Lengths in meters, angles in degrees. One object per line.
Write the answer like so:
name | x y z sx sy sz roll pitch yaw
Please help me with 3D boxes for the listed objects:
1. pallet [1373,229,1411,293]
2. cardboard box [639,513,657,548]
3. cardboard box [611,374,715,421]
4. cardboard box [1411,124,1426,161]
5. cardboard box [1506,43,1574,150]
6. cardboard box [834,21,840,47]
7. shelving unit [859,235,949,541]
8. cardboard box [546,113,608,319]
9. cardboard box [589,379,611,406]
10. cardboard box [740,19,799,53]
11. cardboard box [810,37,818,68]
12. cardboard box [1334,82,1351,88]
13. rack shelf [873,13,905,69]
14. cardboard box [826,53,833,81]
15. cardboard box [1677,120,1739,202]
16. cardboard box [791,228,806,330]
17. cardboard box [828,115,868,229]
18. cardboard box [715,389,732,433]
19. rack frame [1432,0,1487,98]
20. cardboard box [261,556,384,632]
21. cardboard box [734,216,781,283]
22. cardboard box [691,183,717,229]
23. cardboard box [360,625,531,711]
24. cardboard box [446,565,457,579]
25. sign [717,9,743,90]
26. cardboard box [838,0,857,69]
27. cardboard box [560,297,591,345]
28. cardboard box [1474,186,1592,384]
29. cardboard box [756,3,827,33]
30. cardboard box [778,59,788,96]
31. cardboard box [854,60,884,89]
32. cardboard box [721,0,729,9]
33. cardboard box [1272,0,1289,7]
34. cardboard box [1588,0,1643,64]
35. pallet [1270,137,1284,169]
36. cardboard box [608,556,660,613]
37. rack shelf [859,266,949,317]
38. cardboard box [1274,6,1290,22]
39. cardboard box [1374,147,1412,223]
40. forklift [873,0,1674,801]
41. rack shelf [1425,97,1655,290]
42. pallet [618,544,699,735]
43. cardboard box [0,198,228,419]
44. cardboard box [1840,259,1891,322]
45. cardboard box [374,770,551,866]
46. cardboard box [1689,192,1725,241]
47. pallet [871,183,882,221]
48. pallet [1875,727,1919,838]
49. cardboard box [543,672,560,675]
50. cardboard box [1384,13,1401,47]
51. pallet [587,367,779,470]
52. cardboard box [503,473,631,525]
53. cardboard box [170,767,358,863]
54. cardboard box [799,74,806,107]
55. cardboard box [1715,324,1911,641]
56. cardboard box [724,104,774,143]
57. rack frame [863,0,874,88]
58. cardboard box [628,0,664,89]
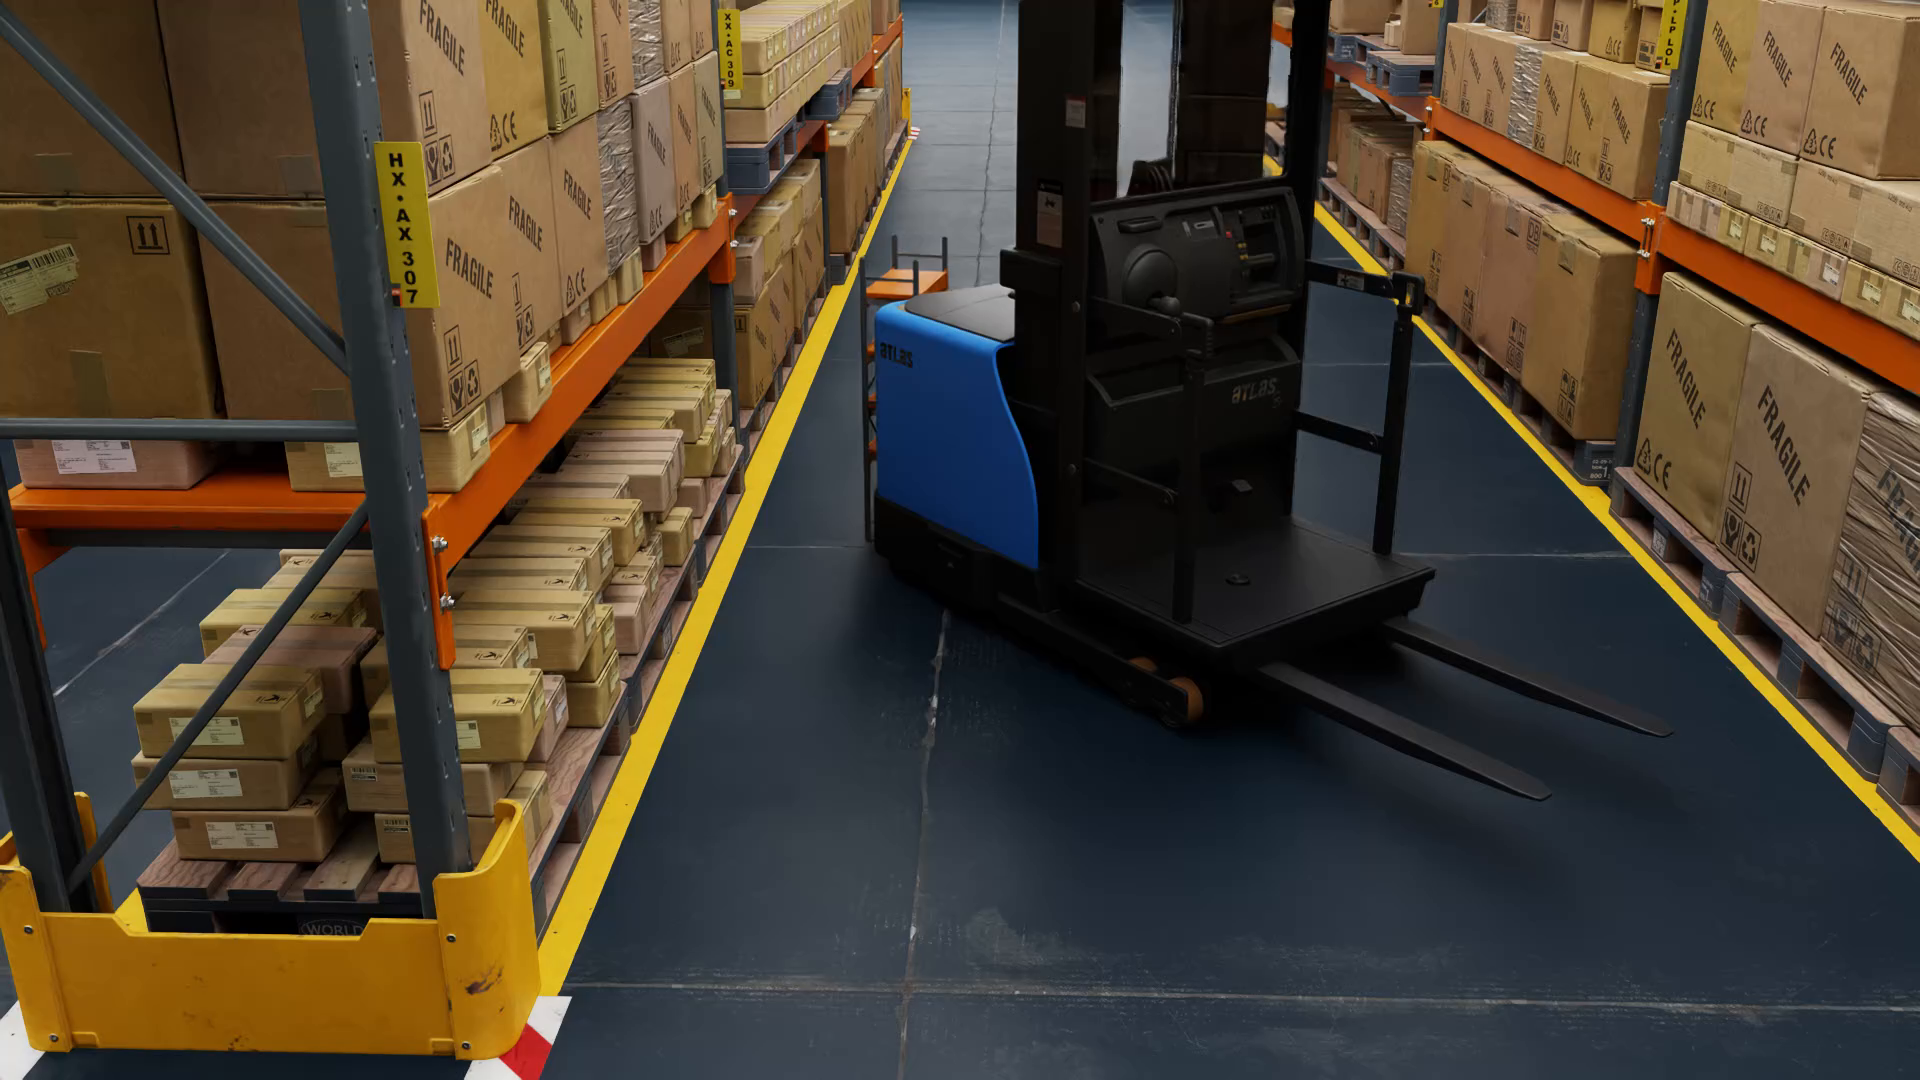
pallet | 3.587 -2.005 11.905 1.003 0.211 1.213 1 21 2
cardboard box | -1.315 -0.082 6.043 0.380 0.149 0.250 0 21 -1
cardboard box | -1.234 -0.587 6.934 0.380 0.149 0.250 1 21 2
cardboard box | 3.558 -2.847 12.030 0.500 0.250 0.500 3 21 8
cardboard box | 3.232 -2.344 8.786 0.500 0.500 0.500 1 21 2
cardboard box | -0.953 -3.148 10.350 0.380 0.149 0.250 1 21 3
shelving unit | -0.226 -0.637 7.012 0.258 1.200 0.503 5 22 12
cardboard box | -1.328 -0.937 4.747 0.500 0.500 0.500 1 21 2
cardboard box | -1.732 -0.689 7.197 0.380 0.149 0.250 1 21 4
cardboard box | -1.013 -2.537 8.366 0.380 0.149 0.250 0 21 1
cardboard box | -0.990 -2.681 9.148 0.380 0.149 0.250 1 21 3
cardboard box | 3.785 -4.504 17.364 0.500 0.500 0.500 6 22 16
rack shelf | -1.211 -4.948 16.629 1.077 0.370 4.000 1 21 2
cardboard box | -0.965 -2.826 9.933 0.380 0.149 0.250 1 21 3
cardboard box | 3.164 -1.478 6.488 0.500 0.250 0.500 0 21 1
cardboard box | -1.171 -1.524 9.686 0.500 0.500 0.500 0 21 -1
cardboard box | -1.262 -2.796 12.618 1.050 0.750 0.750 1 21 2
cardboard box | -1.207 -0.556 7.264 0.380 0.149 0.250 1 21 3
rack frame | 3.561 -3.023 10.673 1.000 3.000 0.127 1 21 2
cardboard box | -1.857 0.162 5.002 0.380 0.149 0.250 0 21 -1
cardboard box | -1.215 -1.505 8.598 0.500 0.250 0.500 1 21 3
cardboard box | -1.188 -1.350 6.710 0.380 0.149 0.250 0 21 0
cardboard box | -1.393 0.348 4.524 0.380 0.149 0.250 1 21 3
cardboard box | -1.862 0.111 5.544 0.380 0.149 0.250 2 21 4
sign | -0.972 -2.068 7.015 0.100 0.325 0.005 1 21 2
cardboard box | -1.064 -3.866 12.708 0.500 0.500 0.500 0 21 1
cardboard box | -1.332 -0.689 5.005 0.380 0.149 0.250 0 21 1
cardboard box | 3.466 -1.337 8.683 1.225 0.875 0.875 0 21 0
cardboard box | -0.972 -3.006 9.573 0.380 0.149 0.250 1 21 3
cardboard box | -1.030 -2.209 7.932 0.380 0.149 0.250 1 21 3
cardboard box | -1.182 -3.992 15.528 0.875 0.875 0.875 1 21 2
cardboard box | -1.606 -3.208 10.094 0.380 0.149 0.250 0 21 0
cardboard box | 3.761 -5.902 17.544 0.875 0.500 0.500 1 21 2
cardboard box | 3.483 -2.570 7.981 0.797 0.503 0.637 1 21 2
pallet | 3.702 -3.855 16.671 1.003 0.211 1.213 1 21 2
cardboard box | -1.267 0.167 5.814 0.380 0.149 0.250 1 21 2
rack shelf | -0.226 -1.003 6.870 0.258 0.148 0.480 5 22 12
cardboard box | 3.508 -5.517 17.449 0.380 0.149 0.250 1 21 2
cardboard box | 3.576 -2.711 12.716 0.700 0.500 0.500 2 21 6
forklift | 0.945 -0.953 5.432 1.130 2.935 3.031 -15 26 -34
rack shelf | 3.501 -1.964 8.939 1.077 0.370 4.000 1 21 2
pallet | -1.534 0.318 5.918 1.003 0.211 1.213 1 21 2
cardboard box | -1.880 -0.572 3.807 0.500 0.500 0.500 1 21 3
cardboard box | 3.052 -0.793 5.272 0.380 0.149 0.250 0 21 0
cardboard box | -1.301 0.726 4.372 0.380 0.149 0.250 1 21 3
cardboard box | 3.090 -1.261 6.480 0.380 0.149 0.250 0 21 0
pallet | -1.220 -2.980 14.418 1.003 0.211 1.213 1 21 2
pallet | 3.264 0.880 4.470 1.003 0.211 1.213 1 21 2
cardboard box | -1.380 0.399 4.804 0.380 0.149 0.250 1 21 2
cardboard box | 3.342 -3.762 12.183 0.396 0.266 0.258 0 21 0
pallet | -1.493 -0.649 8.410 1.003 0.211 1.213 1 21 2
cardboard box | -1.349 -0.119 5.727 0.380 0.149 0.250 1 21 2
cardboard box | -1.829 0.719 4.389 0.380 0.149 0.250 1 21 3
cardboard box | -1.009 -2.356 8.721 0.380 0.149 0.250 0 21 1
cardboard box | 3.312 -0.219 5.802 0.875 0.875 0.875 1 21 2
cardboard box | -1.043 -1.884 7.504 0.380 0.149 0.250 0 21 -1
rack frame | -1.272 -4.560 14.635 1.000 3.000 0.127 1 21 2
cardboard box | -1.299 -1.774 5.523 0.500 0.500 0.500 1 21 3
